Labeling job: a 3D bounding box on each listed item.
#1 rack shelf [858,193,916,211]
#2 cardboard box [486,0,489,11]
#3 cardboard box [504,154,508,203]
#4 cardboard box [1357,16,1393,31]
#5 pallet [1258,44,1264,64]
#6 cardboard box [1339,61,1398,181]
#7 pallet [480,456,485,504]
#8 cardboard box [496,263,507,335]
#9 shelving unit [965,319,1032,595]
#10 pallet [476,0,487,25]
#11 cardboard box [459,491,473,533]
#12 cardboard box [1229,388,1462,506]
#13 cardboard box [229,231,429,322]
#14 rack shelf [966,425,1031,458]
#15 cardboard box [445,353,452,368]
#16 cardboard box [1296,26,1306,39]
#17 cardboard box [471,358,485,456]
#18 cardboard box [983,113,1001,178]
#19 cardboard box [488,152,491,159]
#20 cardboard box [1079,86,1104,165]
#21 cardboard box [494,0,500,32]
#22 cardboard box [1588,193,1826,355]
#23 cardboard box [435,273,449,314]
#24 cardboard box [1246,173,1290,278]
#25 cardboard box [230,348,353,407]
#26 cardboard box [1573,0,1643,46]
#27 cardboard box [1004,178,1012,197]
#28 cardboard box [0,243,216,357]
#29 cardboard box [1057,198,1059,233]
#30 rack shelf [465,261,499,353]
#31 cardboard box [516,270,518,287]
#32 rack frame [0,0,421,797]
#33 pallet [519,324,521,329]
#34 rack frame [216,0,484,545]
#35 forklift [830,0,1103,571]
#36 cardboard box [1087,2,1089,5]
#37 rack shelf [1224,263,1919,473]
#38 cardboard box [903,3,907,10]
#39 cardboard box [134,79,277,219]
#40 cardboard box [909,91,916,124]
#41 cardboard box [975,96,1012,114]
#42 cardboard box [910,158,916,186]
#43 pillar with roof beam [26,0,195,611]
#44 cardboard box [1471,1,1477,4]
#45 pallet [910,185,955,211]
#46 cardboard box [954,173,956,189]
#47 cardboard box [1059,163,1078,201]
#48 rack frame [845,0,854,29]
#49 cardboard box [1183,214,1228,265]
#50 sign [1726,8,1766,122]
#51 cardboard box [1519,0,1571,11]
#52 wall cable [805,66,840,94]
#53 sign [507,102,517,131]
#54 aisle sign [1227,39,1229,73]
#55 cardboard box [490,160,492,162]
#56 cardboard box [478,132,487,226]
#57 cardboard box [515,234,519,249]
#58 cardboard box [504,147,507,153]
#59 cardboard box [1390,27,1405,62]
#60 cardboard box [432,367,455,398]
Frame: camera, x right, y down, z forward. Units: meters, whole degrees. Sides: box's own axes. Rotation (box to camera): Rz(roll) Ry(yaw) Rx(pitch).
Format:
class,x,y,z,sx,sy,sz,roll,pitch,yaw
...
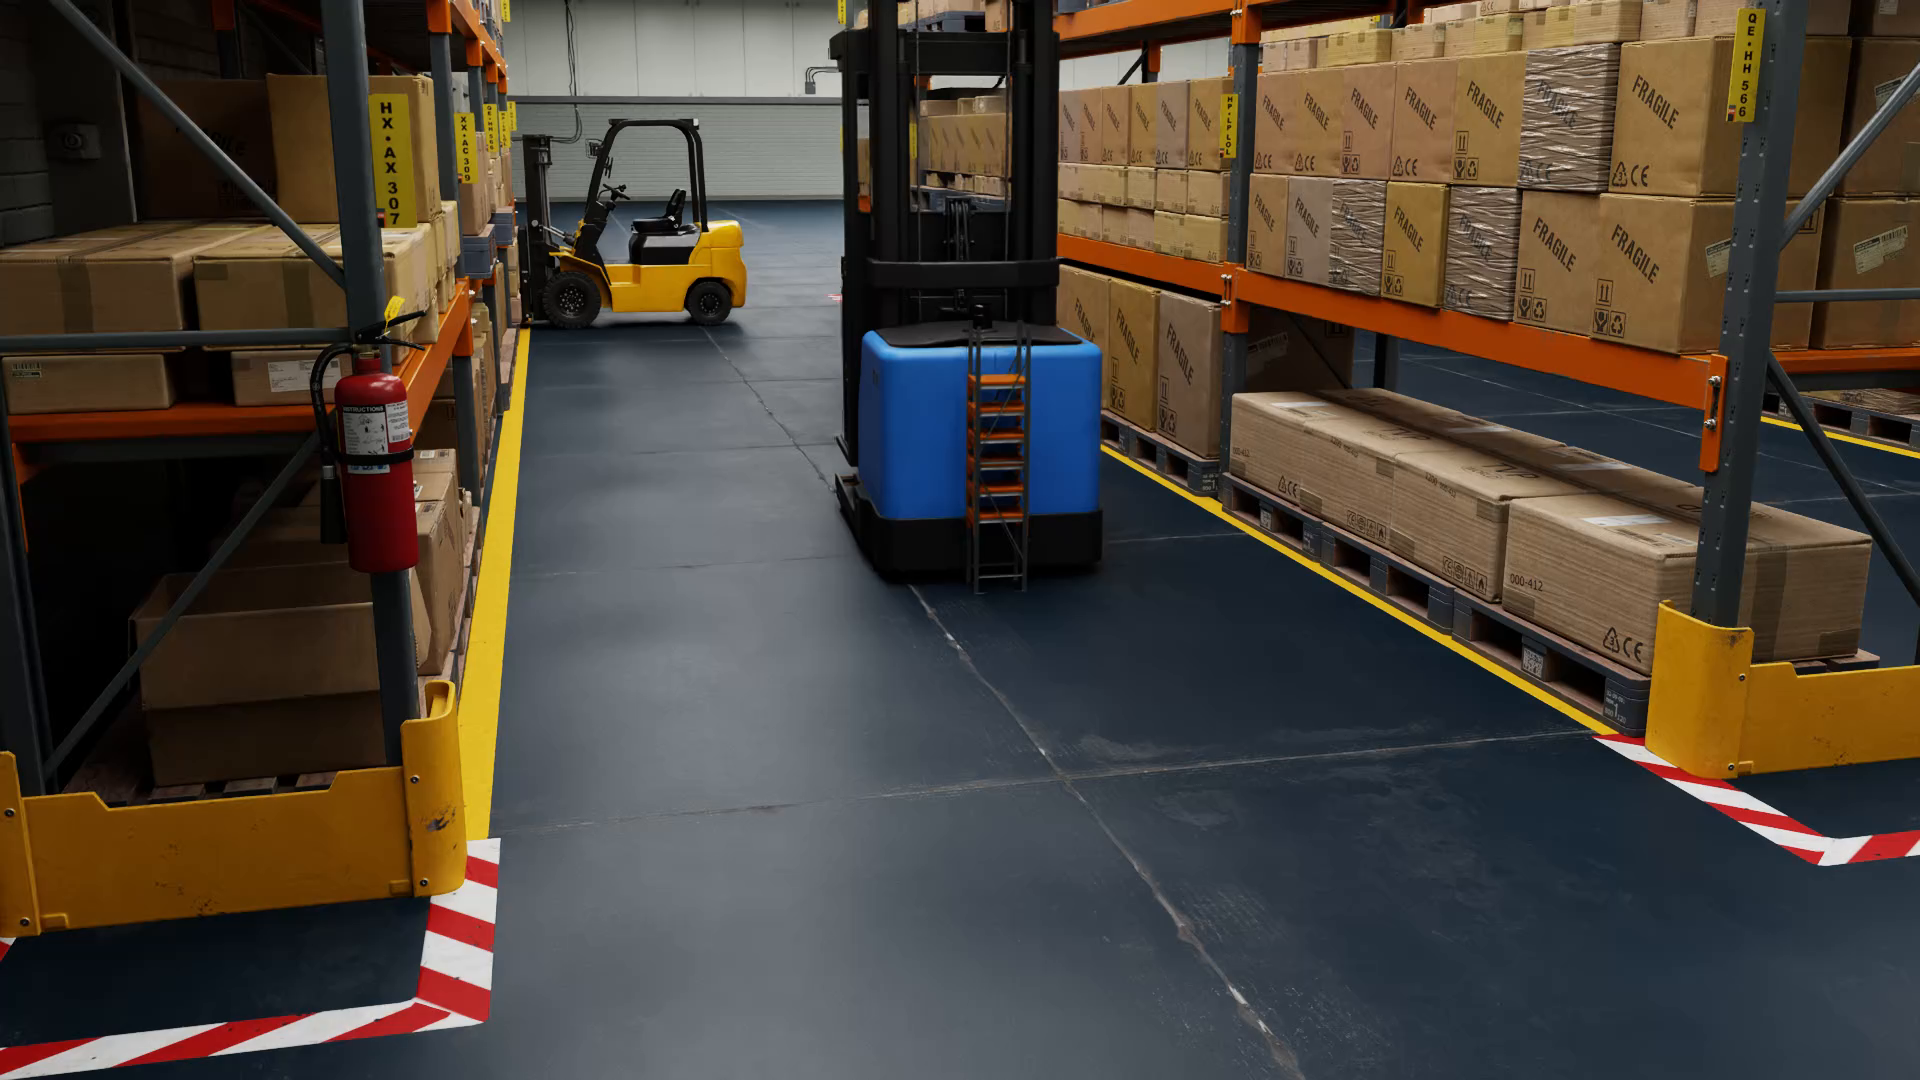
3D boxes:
class,x,y,z,sx,sy,sz,roll,pitch,yaw
rack shelf,-0.405,-3.647,18.552,1.077,0.370,4.000,-3,14,-13
cardboard box,-4.352,-4.771,14.407,0.500,0.311,0.500,-4,14,-15
cardboard box,-4.868,-3.660,16.875,0.500,0.500,0.500,-3,14,-14
cardboard box,4.457,-5.489,17.686,0.380,0.149,0.250,-3,14,-13
pallet,4.098,-6.001,20.537,1.003,0.211,1.213,-3,14,-13
cardboard box,2.042,-1.865,7.424,0.500,0.500,0.500,-3,14,-12
pallet,-3.108,-0.243,8.979,1.003,0.211,1.213,-3,14,-13
cardboard box,-4.625,-2.189,15.184,0.875,0.625,0.625,-3,14,-11
shelving unit,0.167,-0.362,7.369,0.258,1.200,0.189,-2,16,-10
pallet,-4.066,-3.852,11.952,1.213,0.211,1.003,-3,14,-11
cardboard box,-2.464,-0.119,7.718,0.380,0.149,0.250,-4,14,-15
cardboard box,1.987,-0.499,8.661,0.875,0.438,0.875,-3,14,-14
cardboard box,-1.904,-0.797,5.060,0.500,0.250,0.500,-3,14,-13
rack shelf,0.168,-0.435,7.349,0.258,0.103,0.180,-2,16,-10
cardboard box,-2.765,-0.956,8.408,0.380,0.149,0.250,-4,14,-14
cardboard box,4.097,-5.841,19.127,0.380,0.149,0.250,-3,14,-13
cardboard box,-3.022,-0.764,9.616,0.500,0.500,0.500,-4,14,-15
cardboard box,0.496,-3.218,13.556,0.500,0.500,0.500,-4,14,-14
cardboard box,-3.921,-3.086,13.161,0.380,0.149,0.250,-3,14,-12
cardboard box,1.115,-2.786,11.191,0.500,0.500,0.500,-3,14,-12
cardboard box,-5.214,-5.609,17.438,0.700,0.500,0.500,-3,14,-13
cardboard box,2.513,-0.912,5.630,0.500,0.500,0.500,-3,14,-13
cardboard box,-2.270,-0.994,6.705,0.380,0.149,0.250,-3,14,-14
cardboard box,1.800,-1.616,8.510,0.500,0.500,0.500,-3,14,-11
cardboard box,-1.751,-0.459,4.514,0.380,0.149,0.250,-3,14,-14
cardboard box,2.379,-1.800,5.792,0.380,0.149,0.250,-3,14,-14
cardboard box,0.566,-2.815,13.274,0.380,0.149,0.250,-3,14,-12
cardboard box,-2.307,-0.653,4.468,0.500,0.250,0.500,-3,14,-12
cardboard box,0.875,-2.413,12.300,0.500,0.250,0.500,-4,14,-14
rack shelf,-3.350,-1.524,9.862,1.077,0.370,4.000,-3,14,-13
cardboard box,-4.693,-2.614,16.662,0.500,0.250,0.500,-3,14,-13
rack frame,-1.941,-0.490,4.111,1.000,3.000,0.127,-3,14,-13
pallet,-5.195,-2.371,17.688,1.003,0.211,1.213,-3,14,-13
rack frame,-2.880,-1.412,7.888,1.000,3.000,0.127,-3,14,-13
forklift,-0.086,-1.584,8.733,1.130,2.935,3.031,-2,14,-9
cardboard box,1.036,-4.146,13.039,0.396,0.266,0.258,-3,14,-13
rack shelf,2.414,-0.879,7.221,1.077,0.370,4.000,-3,14,-13
cardboard box,-0.357,-5.375,16.635,0.380,0.149,0.250,-4,14,-15
cardboard box,-2.789,-1.490,6.315,0.500,0.500,0.500,-4,14,-15
cardboard box,-0.229,-4.680,18.317,0.700,0.500,0.500,-3,14,-14
cardboard box,0.346,-3.687,14.108,0.380,0.149,0.250,-4,14,-16
cardboard box,-0.281,-3.817,16.894,0.500,0.500,0.500,-4,14,-15
pillar with roof beam,0.592,-4.356,7.295,9.100,9.000,0.400,-3,14,-13
cardboard box,5.357,-5.199,16.287,0.500,0.250,0.500,-3,14,-14
pallet,0.103,-3.258,15.846,1.003,0.211,1.213,-3,14,-13
cardboard box,0.155,-3.234,14.990,0.380,0.149,0.250,-3,14,-13
cardboard box,1.004,-2.533,11.737,0.500,0.250,0.500,-3,14,-12
rack frame,-0.874,-7.373,19.643,1.000,3.000,0.127,-3,14,-13
cardboard box,1.594,-1.707,9.408,0.500,0.250,0.500,-4,14,-15
sign,2.353,-1.418,4.971,0.100,0.325,0.005,-3,14,-13
cardboard box,5.255,-4.803,14.537,0.500,0.311,0.500,-3,14,-13
wall cable,-3.631,-16.736,50.803,2.305,6.003,0.169,-3,14,-13
sign,-5.168,-4.885,19.165,0.100,0.325,0.005,-3,14,-13
aisle sign,3.605,-6.020,21.270,0.394,0.787,0.004,-3,14,-13
cardboard box,-3.803,-2.737,12.572,0.500,0.250,0.500,-3,14,-11
cardboard box,-2.898,-1.909,8.823,0.700,0.500,0.500,-3,14,-13
cardboard box,-4.921,-3.095,17.578,0.500,0.250,0.500,-4,14,-14
cardboard box,-5.019,-4.186,17.661,0.380,0.149,0.250,-3,14,-13
cardboard box,2.115,-2.160,7.265,0.380,0.149,0.250,-3,14,-13
cardboard box,-2.706,-0.815,8.458,0.380,0.149,0.250,-3,14,-11
